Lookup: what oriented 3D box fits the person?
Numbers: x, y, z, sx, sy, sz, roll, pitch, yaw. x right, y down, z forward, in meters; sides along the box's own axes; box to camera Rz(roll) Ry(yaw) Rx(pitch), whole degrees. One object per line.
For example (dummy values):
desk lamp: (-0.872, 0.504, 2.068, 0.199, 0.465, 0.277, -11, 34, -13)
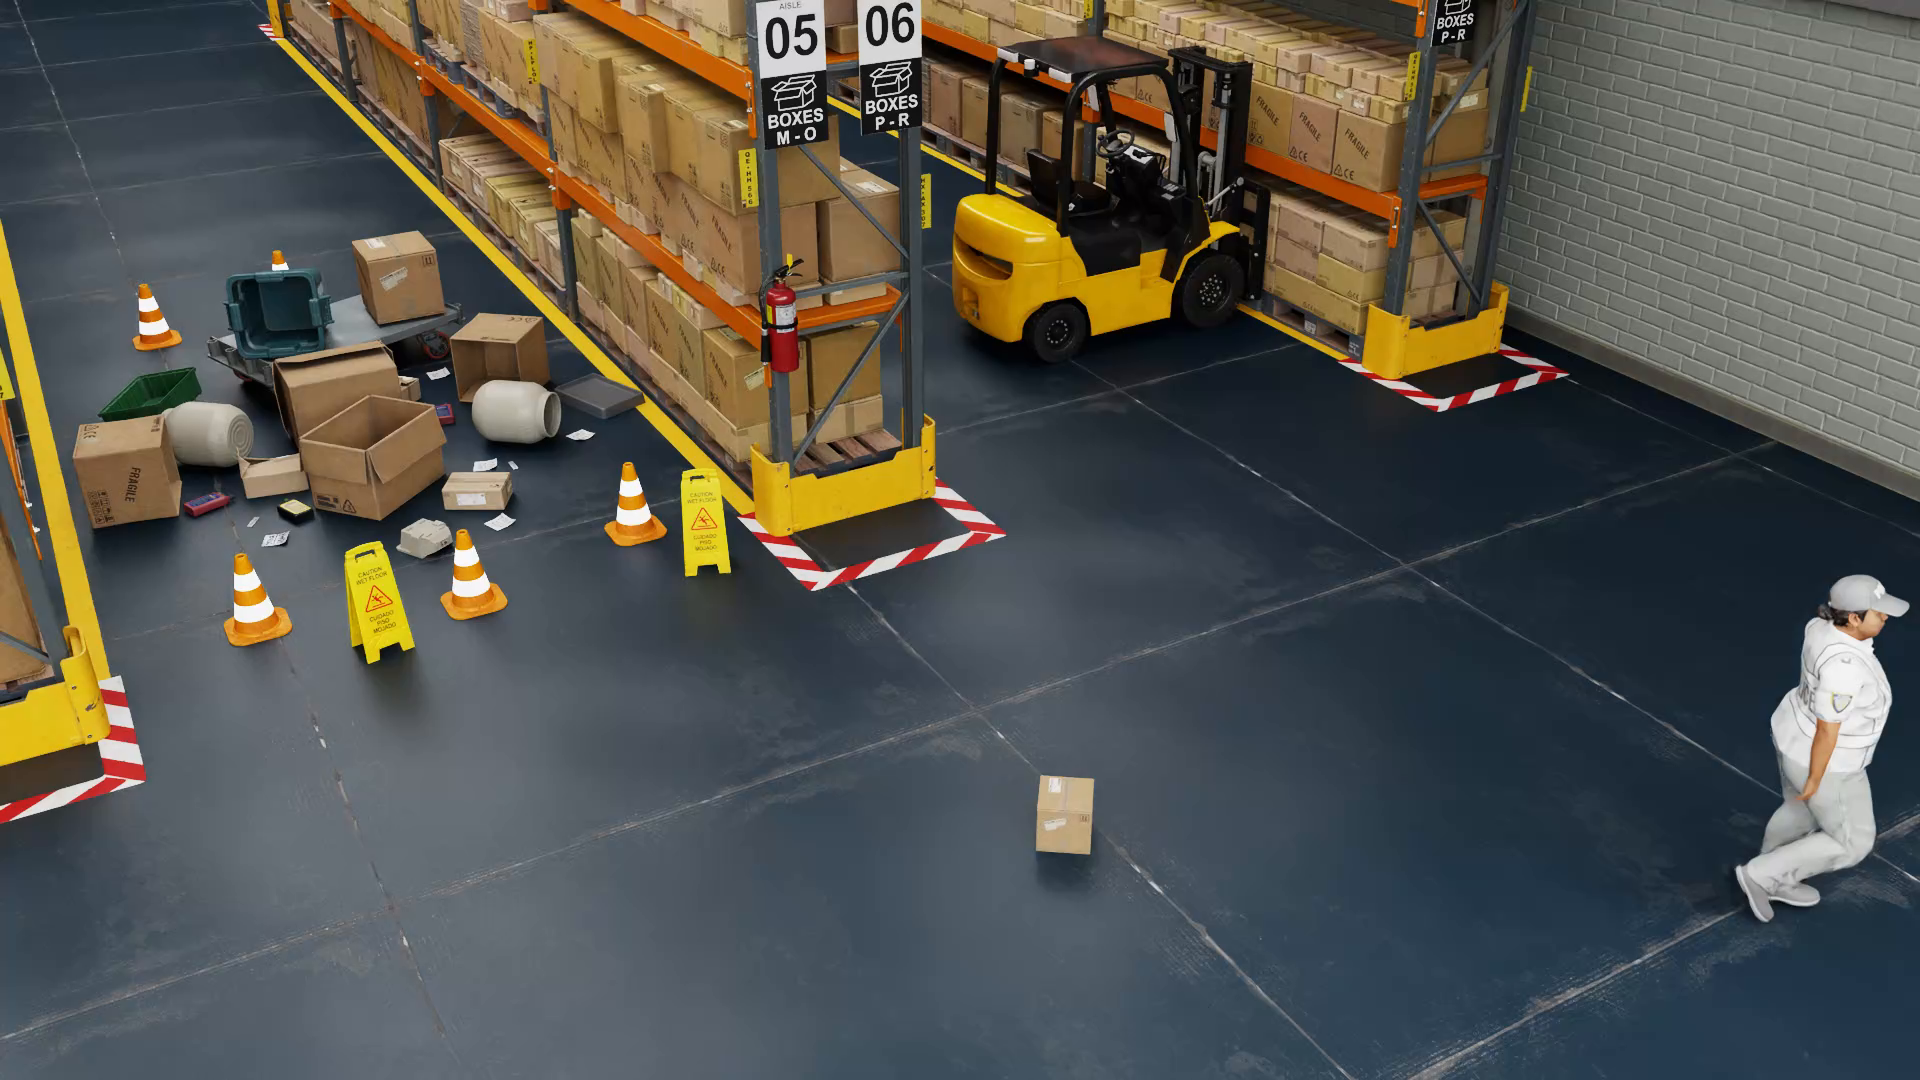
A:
person: (3.592, 0.881, 6.928, 0.467, 1.655, 0.481, 6, 30, 11)
